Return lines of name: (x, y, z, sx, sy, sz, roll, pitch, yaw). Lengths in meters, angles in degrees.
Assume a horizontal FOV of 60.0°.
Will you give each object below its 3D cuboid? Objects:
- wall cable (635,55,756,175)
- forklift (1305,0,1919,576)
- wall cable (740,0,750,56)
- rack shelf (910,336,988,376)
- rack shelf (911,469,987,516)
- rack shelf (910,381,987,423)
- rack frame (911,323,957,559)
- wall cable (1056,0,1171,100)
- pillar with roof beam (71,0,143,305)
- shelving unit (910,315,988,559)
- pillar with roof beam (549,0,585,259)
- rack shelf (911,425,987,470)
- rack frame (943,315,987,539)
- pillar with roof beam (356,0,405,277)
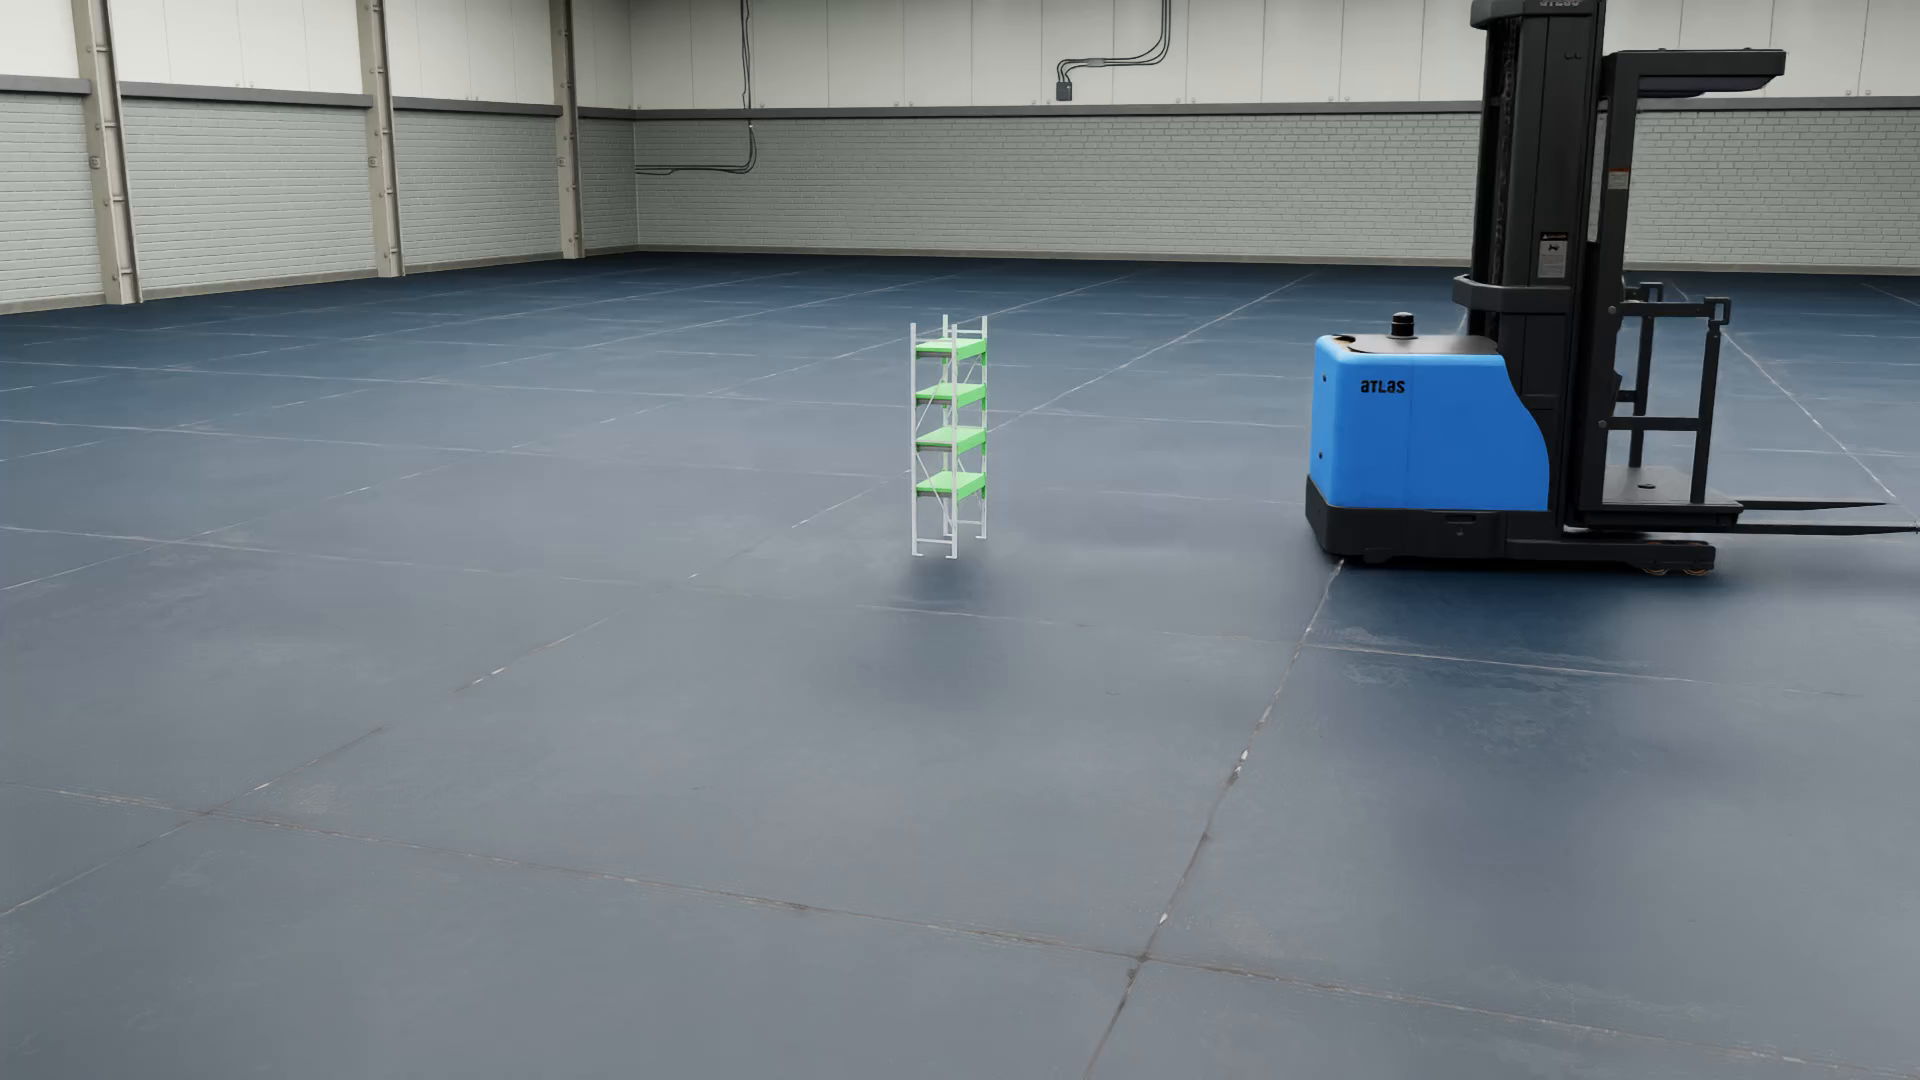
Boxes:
wall cable: (-5.919, -9.325, 36.600, 3.097, 2.526, 0.112, 4, 14, 18)
forklift: (3.396, -1.374, 8.420, 3.031, 2.935, 1.130, 1, 13, 5)
wall cable: (-3.359, -11.593, 35.185, 3.097, 2.526, 0.112, 4, 14, 18)
rack shelf: (-0.054, -0.956, 8.609, 0.258, 0.148, 0.480, 4, 14, 18)
rack shelf: (-0.054, -0.254, 8.769, 0.258, 0.148, 0.480, 4, 14, 18)
rack shelf: (-0.054, -0.722, 8.663, 0.258, 0.148, 0.480, 4, 14, 18)
rack frame: (-0.133, -0.499, 8.477, 0.240, 1.200, 0.015, 4, 14, 18)
wall cable: (3.059, -11.810, 32.867, 2.305, 6.003, 0.169, 4, 14, 18)
pillar with roof beam: (-7.932, -7.478, 21.526, 9.100, 9.000, 0.400, 4, 14, 18)
shelving unit: (-0.054, -0.550, 8.702, 0.258, 1.200, 0.503, 4, 14, 18)
pillar with roof beam: (-4.050, -10.004, 32.596, 9.100, 9.000, 0.400, 4, 14, 18)
rack shelf: (-0.054, -0.488, 8.716, 0.258, 0.148, 0.480, 4, 14, 18)
rack frame: (0.025, -0.601, 8.927, 0.240, 1.200, 0.015, 4, 14, 18)
pillar with roof beam: (-5.991, -8.741, 27.061, 9.100, 9.000, 0.400, 4, 14, 18)
